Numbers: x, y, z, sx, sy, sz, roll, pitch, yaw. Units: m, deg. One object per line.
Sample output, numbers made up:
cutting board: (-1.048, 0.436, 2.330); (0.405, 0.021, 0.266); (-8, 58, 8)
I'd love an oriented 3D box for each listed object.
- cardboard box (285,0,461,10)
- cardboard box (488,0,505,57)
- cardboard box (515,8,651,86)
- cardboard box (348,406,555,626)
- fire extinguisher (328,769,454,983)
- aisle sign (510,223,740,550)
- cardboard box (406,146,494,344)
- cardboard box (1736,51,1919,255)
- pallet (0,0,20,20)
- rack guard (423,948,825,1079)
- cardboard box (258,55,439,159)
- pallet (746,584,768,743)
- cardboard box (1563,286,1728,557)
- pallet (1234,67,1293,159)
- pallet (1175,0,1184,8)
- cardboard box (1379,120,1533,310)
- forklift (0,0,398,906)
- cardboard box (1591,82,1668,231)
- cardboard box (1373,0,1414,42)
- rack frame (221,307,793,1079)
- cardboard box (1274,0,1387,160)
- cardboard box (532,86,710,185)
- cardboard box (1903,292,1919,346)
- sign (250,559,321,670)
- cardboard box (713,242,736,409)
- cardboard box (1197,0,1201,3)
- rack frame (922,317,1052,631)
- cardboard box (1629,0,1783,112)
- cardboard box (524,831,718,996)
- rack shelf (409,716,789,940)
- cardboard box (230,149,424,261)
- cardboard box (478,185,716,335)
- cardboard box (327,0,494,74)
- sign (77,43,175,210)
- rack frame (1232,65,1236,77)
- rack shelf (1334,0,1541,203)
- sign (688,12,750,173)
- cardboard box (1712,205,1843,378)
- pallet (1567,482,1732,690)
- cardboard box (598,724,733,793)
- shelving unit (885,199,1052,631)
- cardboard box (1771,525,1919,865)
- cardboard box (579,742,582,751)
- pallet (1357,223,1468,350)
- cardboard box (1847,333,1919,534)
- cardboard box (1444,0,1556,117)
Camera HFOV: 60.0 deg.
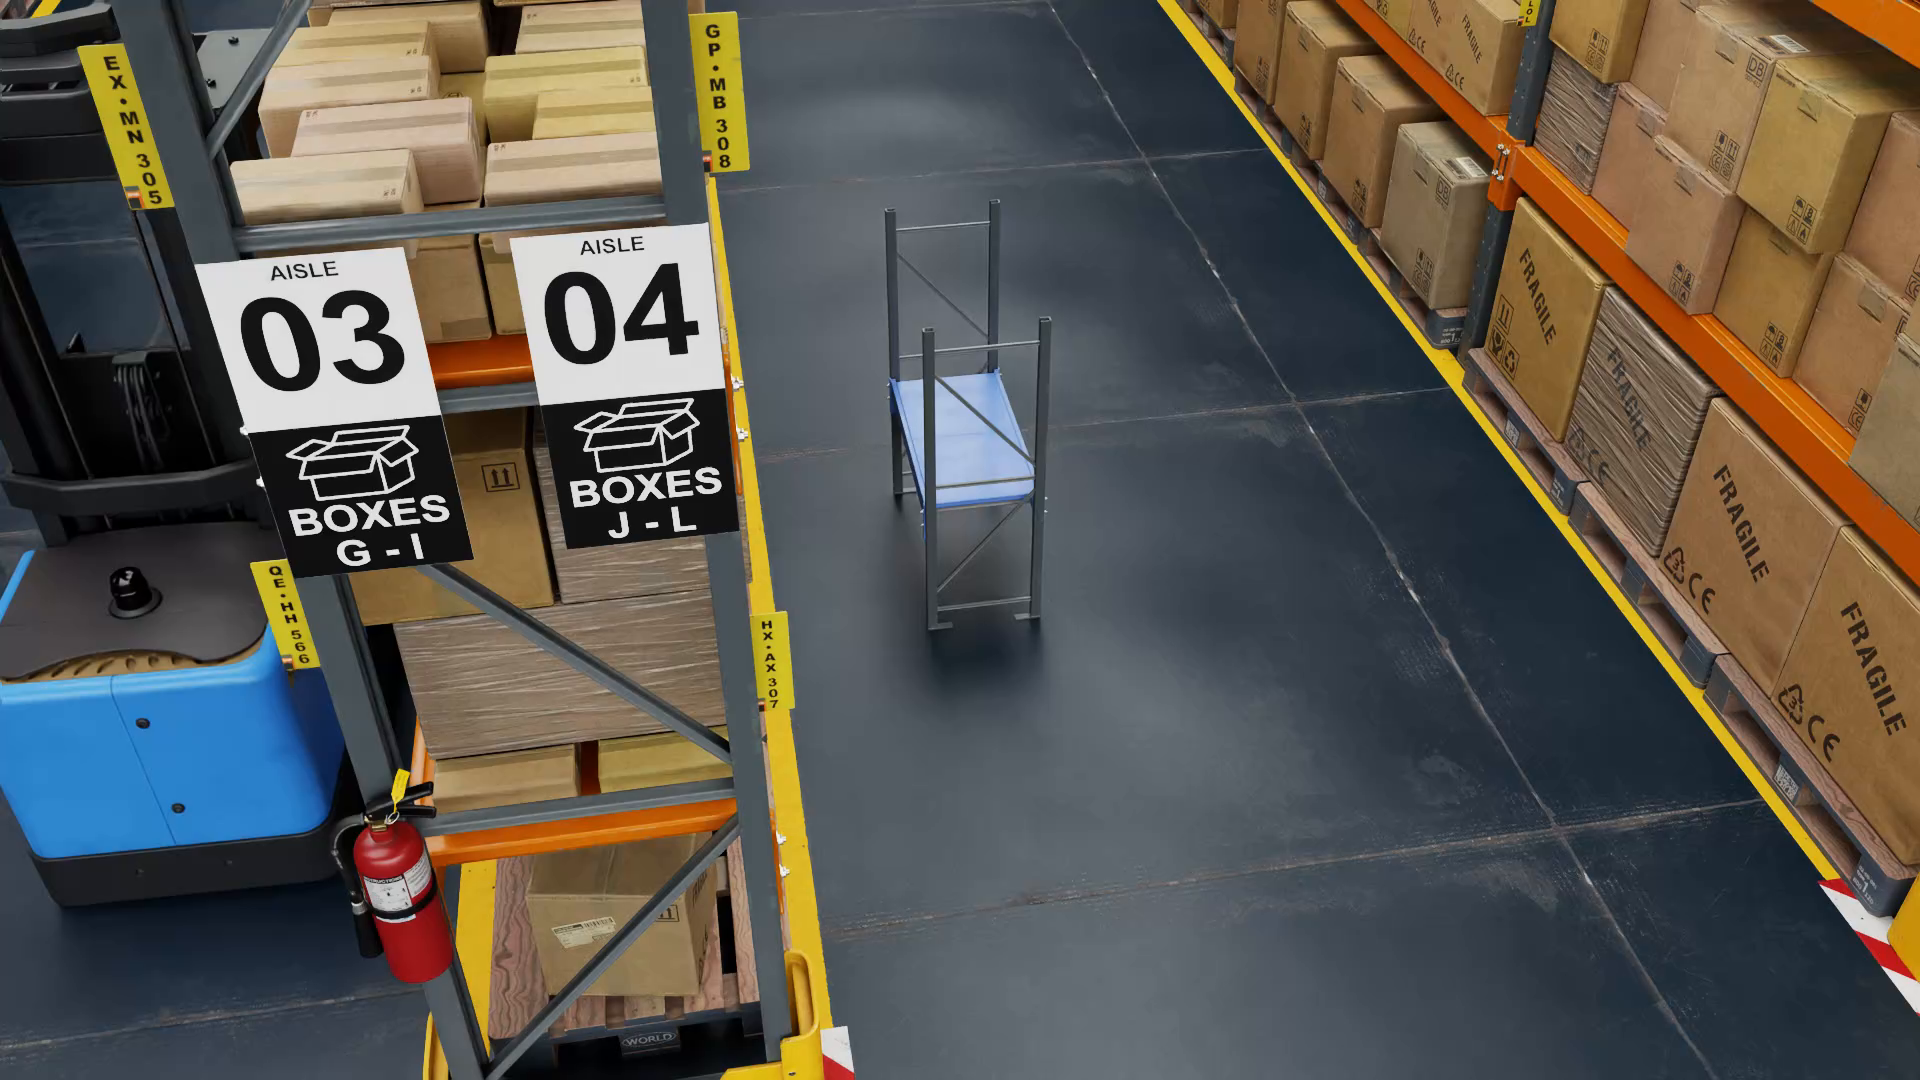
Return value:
cardboard box: (-1.532, -1.737, 4.365); (0.500, 0.500, 0.500); (-6, 38, -8)
cardboard box: (-1.517, -1.290, 4.643); (0.500, 0.250, 0.500); (-5, 38, -7)
cardboard box: (-0.925, -1.242, 4.256); (0.380, 0.149, 0.250); (-5, 38, -6)
cardboard box: (-1.351, -0.147, 4.355); (0.500, 0.500, 0.500); (-6, 38, -8)
fire extinguisher: (-1.444, 0.860, 4.261); (0.296, 0.674, 0.183); (-6, 38, -8)
aisle sign: (-0.705, -0.311, 3.586); (0.394, 0.787, 0.004); (-6, 38, -8)
cardboard box: (-1.345, -0.678, 3.856); (0.500, 0.250, 0.500); (-5, 38, -7)
cardboard box: (3.490, -1.457, 6.178); (0.875, 0.550, 0.500); (-6, 38, -8)
pallet: (-7.679, -3.694, 12.333); (1.003, 0.211, 1.213); (-6, 38, -8)
rack guard: (-1.024, 1.652, 5.216); (1.175, 0.500, 0.348); (-6, 38, -8)
cardboard box: (-1.453, -1.029, 3.982); (0.380, 0.149, 0.250); (-8, 39, -10)
pallet: (-1.342, 0.536, 6.888); (1.003, 0.211, 1.213); (-6, 38, -8)
cardboard box: (3.392, -0.573, 7.432); (0.875, 0.875, 0.875); (-6, 38, -8)
pallet: (2.552, -3.008, 11.450); (1.003, 0.211, 1.213); (-6, 38, -8)
pallet: (2.141, -4.700, 13.628); (1.003, 0.211, 1.213); (-6, 38, -8)
cardboard box: (2.991, -1.820, 9.140); (1.050, 0.750, 0.750); (-6, 38, -8)
forklift: (-2.965, -0.747, 6.323); (1.130, 2.935, 3.031); (-5, 38, -6)
cardboard box: (3.384, -1.686, 7.352); (0.875, 0.550, 0.550); (-6, 38, -8)
cardboard box: (2.657, -3.114, 9.232); (0.500, 0.500, 0.500); (-6, 38, -7)
rack frame: (-1.011, 0.711, 4.390); (1.000, 3.000, 0.127); (-6, 38, -8)
cardboard box: (2.662, -2.966, 10.614); (1.050, 0.750, 0.750); (-6, 38, -7)
cardboard box: (-0.782, -0.930, 3.855); (0.380, 0.149, 0.250); (-5, 38, -7)
cardboard box: (3.676, -0.798, 5.330); (0.875, 0.550, 0.550); (-6, 38, -8)
sign: (-1.561, 0.176, 3.877); (0.100, 0.325, 0.005); (-6, 38, -8)
cardboard box: (-0.920, -0.505, 4.817); (0.500, 0.500, 0.500); (-6, 38, -8)
cardboard box: (2.027, -4.456, 12.736); (0.500, 0.500, 0.500); (-5, 38, -6)
rack frame: (0.104, -0.234, 6.828); (0.500, 1.500, 0.032); (-6, 38, -8)
cardboard box: (3.430, -2.117, 7.028); (0.875, 0.550, 0.550); (-6, 38, -8)
cardboard box: (-1.104, 1.153, 5.516); (0.500, 0.500, 0.500); (0, 38, 1)
rack shelf: (-1.361, -0.213, 6.166); (1.077, 0.370, 4.000); (-6, 38, -8)
cardboard box: (-1.367, -0.706, 3.566); (0.380, 0.149, 0.250); (-6, 38, -8)
cardboard box: (-0.841, -0.733, 3.926); (0.500, 0.250, 0.500); (-5, 38, -7)
cardboard box: (-1.441, -1.341, 4.384); (0.380, 0.149, 0.250); (-6, 38, -7)
sign: (-1.561, -0.776, 3.137); (0.100, 0.325, 0.005); (-6, 38, -8)
rack frame: (2.487, -4.594, 11.218); (1.000, 3.000, 0.127); (-6, 38, -8)
rack shelf: (2.838, -3.102, 9.884); (1.077, 0.370, 4.000); (-6, 38, -8)
sign: (-0.477, -0.877, 3.277); (0.100, 0.325, 0.005); (-6, 38, -8)
cardboard box: (3.554, -1.037, 6.518); (0.875, 0.550, 0.500); (-6, 38, -8)
pallet: (3.462, 0.130, 7.411); (1.003, 0.211, 1.213); (-6, 38, -8)
cardboard box: (-0.826, 0.612, 4.722); (0.380, 0.149, 0.250); (-6, 38, -8)
shelving unit: (0.015, -0.541, 7.224); (0.538, 1.500, 1.048); (-6, 38, -8)
cardboard box: (3.706, 0.509, 6.039); (0.875, 0.875, 0.875); (-6, 38, -8)
cardboard box: (-1.307, 0.509, 4.855); (0.380, 0.149, 0.250); (-6, 38, -8)
pallet: (2.979, -1.534, 9.553); (1.003, 0.211, 1.213); (-6, 38, -8)
cardboard box: (3.662, -0.370, 5.659); (0.875, 0.550, 0.550); (-6, 38, -8)
cardboard box: (2.834, -2.504, 8.446); (0.500, 0.500, 0.500); (-6, 38, -8)
